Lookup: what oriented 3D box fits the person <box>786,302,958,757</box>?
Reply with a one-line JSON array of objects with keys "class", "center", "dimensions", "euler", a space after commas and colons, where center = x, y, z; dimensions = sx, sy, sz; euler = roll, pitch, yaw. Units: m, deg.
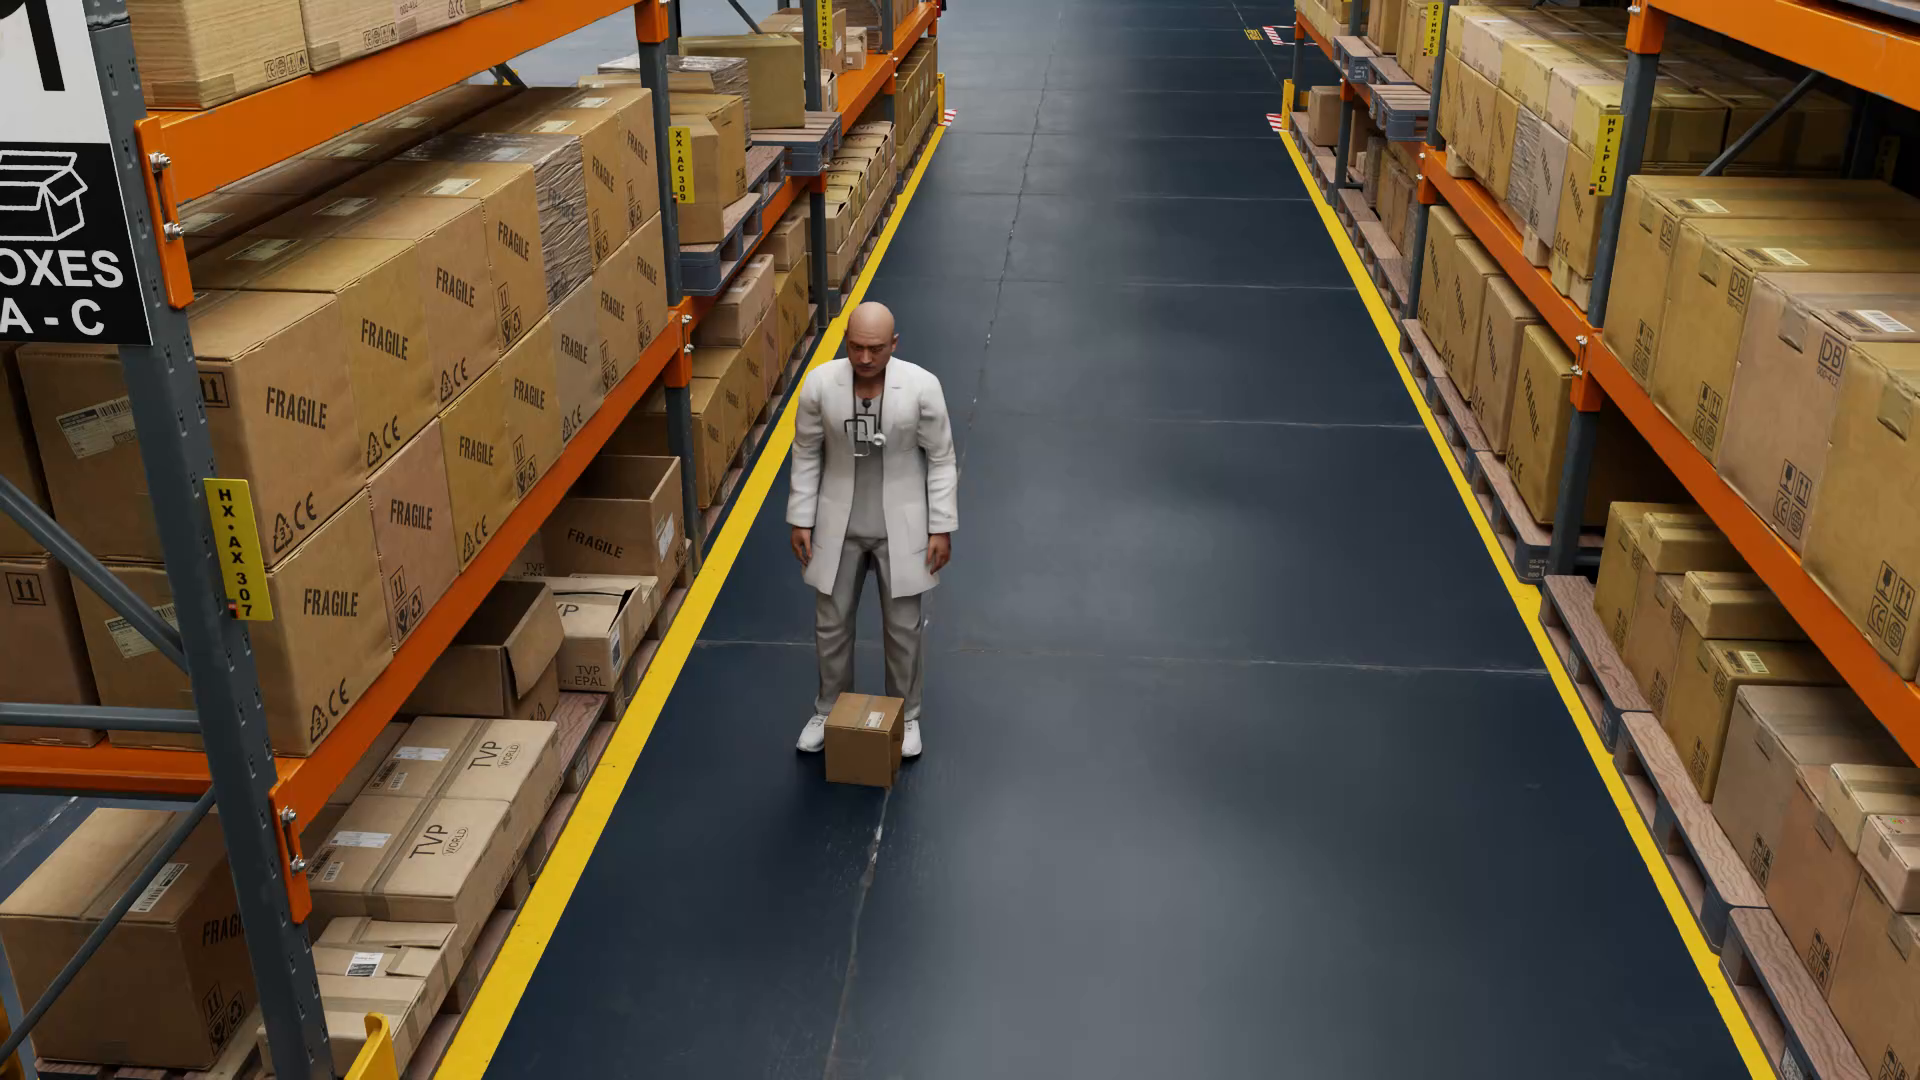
[{"class": "person", "center": [-0.328, -0.041, 6.213], "dimensions": [0.650, 1.774, 0.417], "euler": [3, 24, 6]}]
